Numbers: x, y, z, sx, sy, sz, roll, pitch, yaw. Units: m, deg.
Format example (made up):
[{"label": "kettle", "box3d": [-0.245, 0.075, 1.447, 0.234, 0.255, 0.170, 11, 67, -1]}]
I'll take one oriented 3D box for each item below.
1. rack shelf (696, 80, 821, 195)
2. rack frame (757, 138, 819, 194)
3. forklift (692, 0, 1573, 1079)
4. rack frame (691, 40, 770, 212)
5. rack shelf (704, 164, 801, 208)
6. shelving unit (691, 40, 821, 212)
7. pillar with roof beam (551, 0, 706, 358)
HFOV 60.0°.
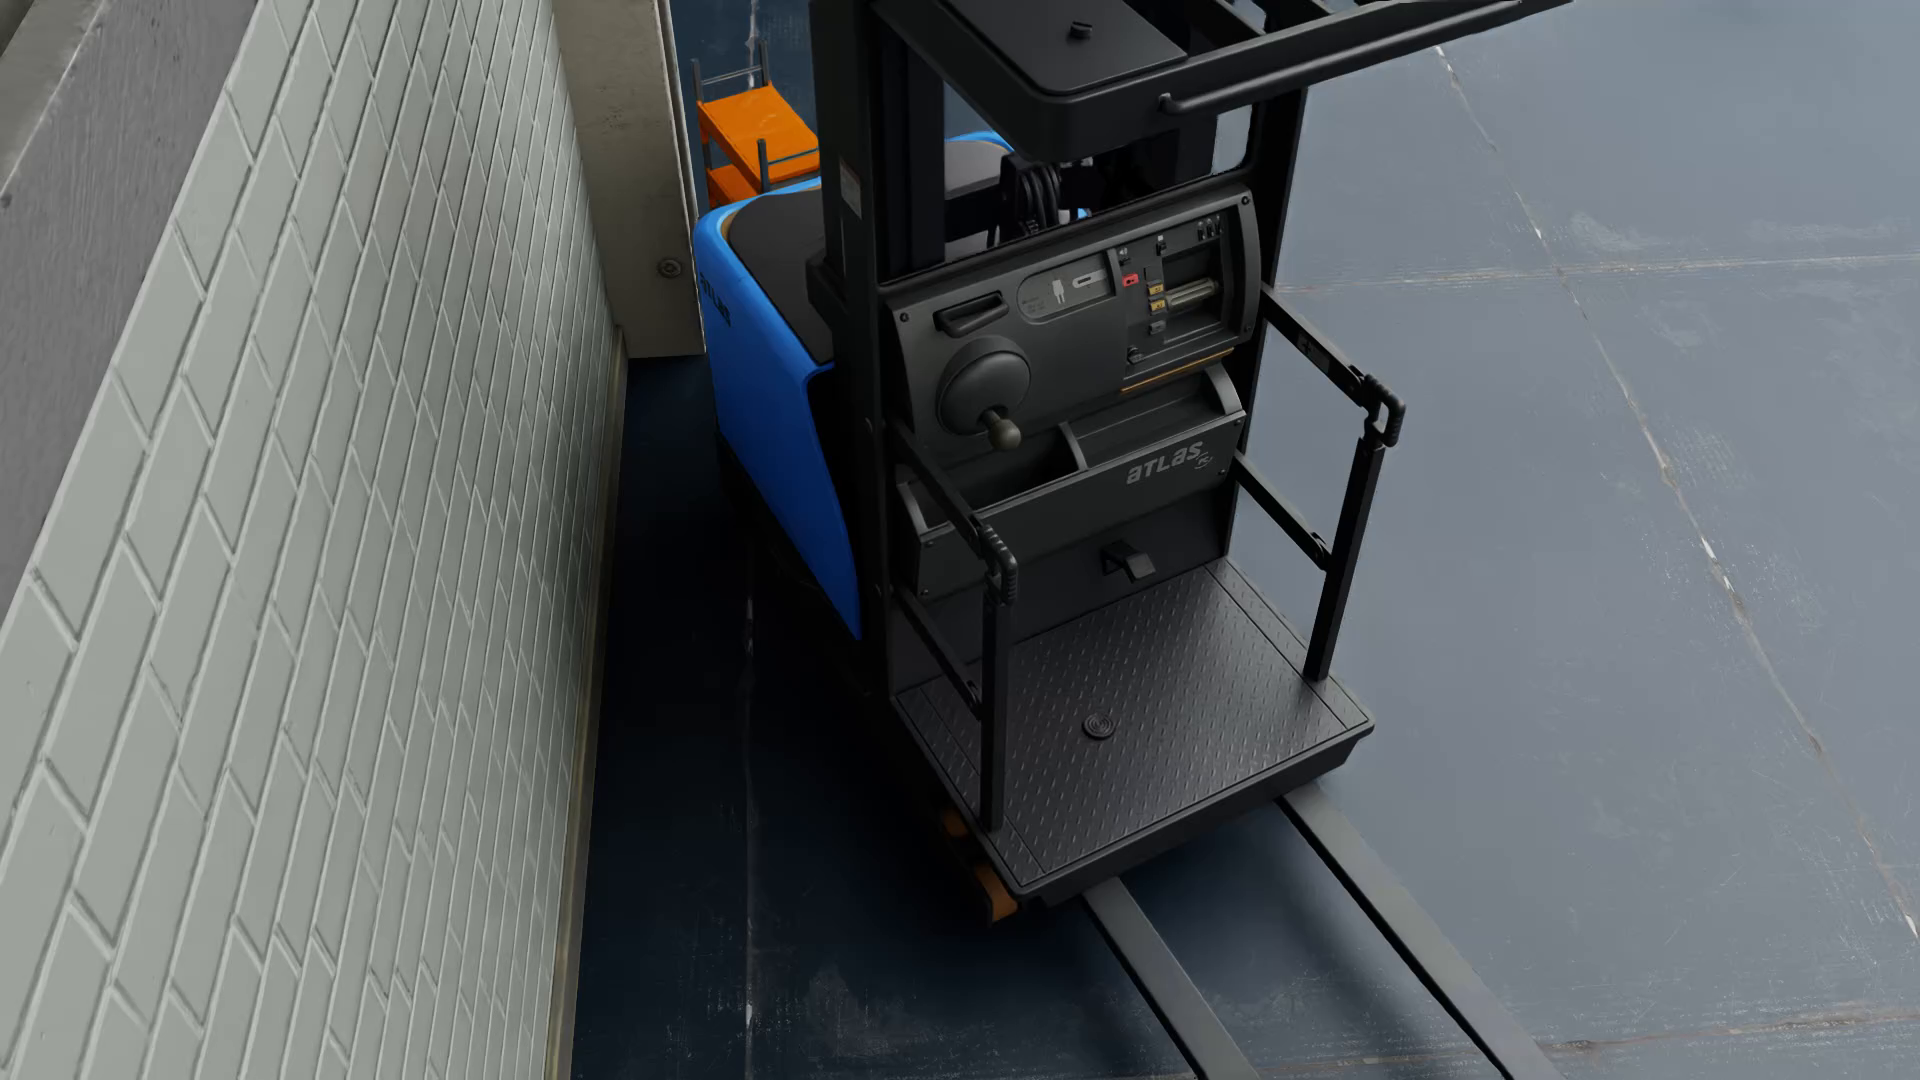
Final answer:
[{"label": "rack shelf", "box3d": [-0.577, -1.171, 4.991, 0.258, 0.148, 0.480, -22, 50, -19]}, {"label": "rack frame", "box3d": [-0.461, -0.745, 5.129, 0.240, 1.200, 0.015, -22, 50, -19]}, {"label": "forklift", "box3d": [0.384, -0.405, 3.614, 1.130, 2.935, 3.031, -22, 50, -19]}, {"label": "rack frame", "box3d": [-0.694, -1.056, 5.424, 0.240, 1.200, 0.015, -22, 50, -19]}, {"label": "rack shelf", "box3d": [-0.577, -1.008, 5.163, 0.258, 0.148, 0.480, -22, 50, -19]}, {"label": "shelving unit", "box3d": [-0.577, -0.901, 5.277, 0.258, 1.200, 0.503, -22, 50, -19]}, {"label": "pillar with roof beam", "box3d": [3.222, -4.148, 2.980, 9.100, 9.000, 0.400, -3, 47, -3]}]
